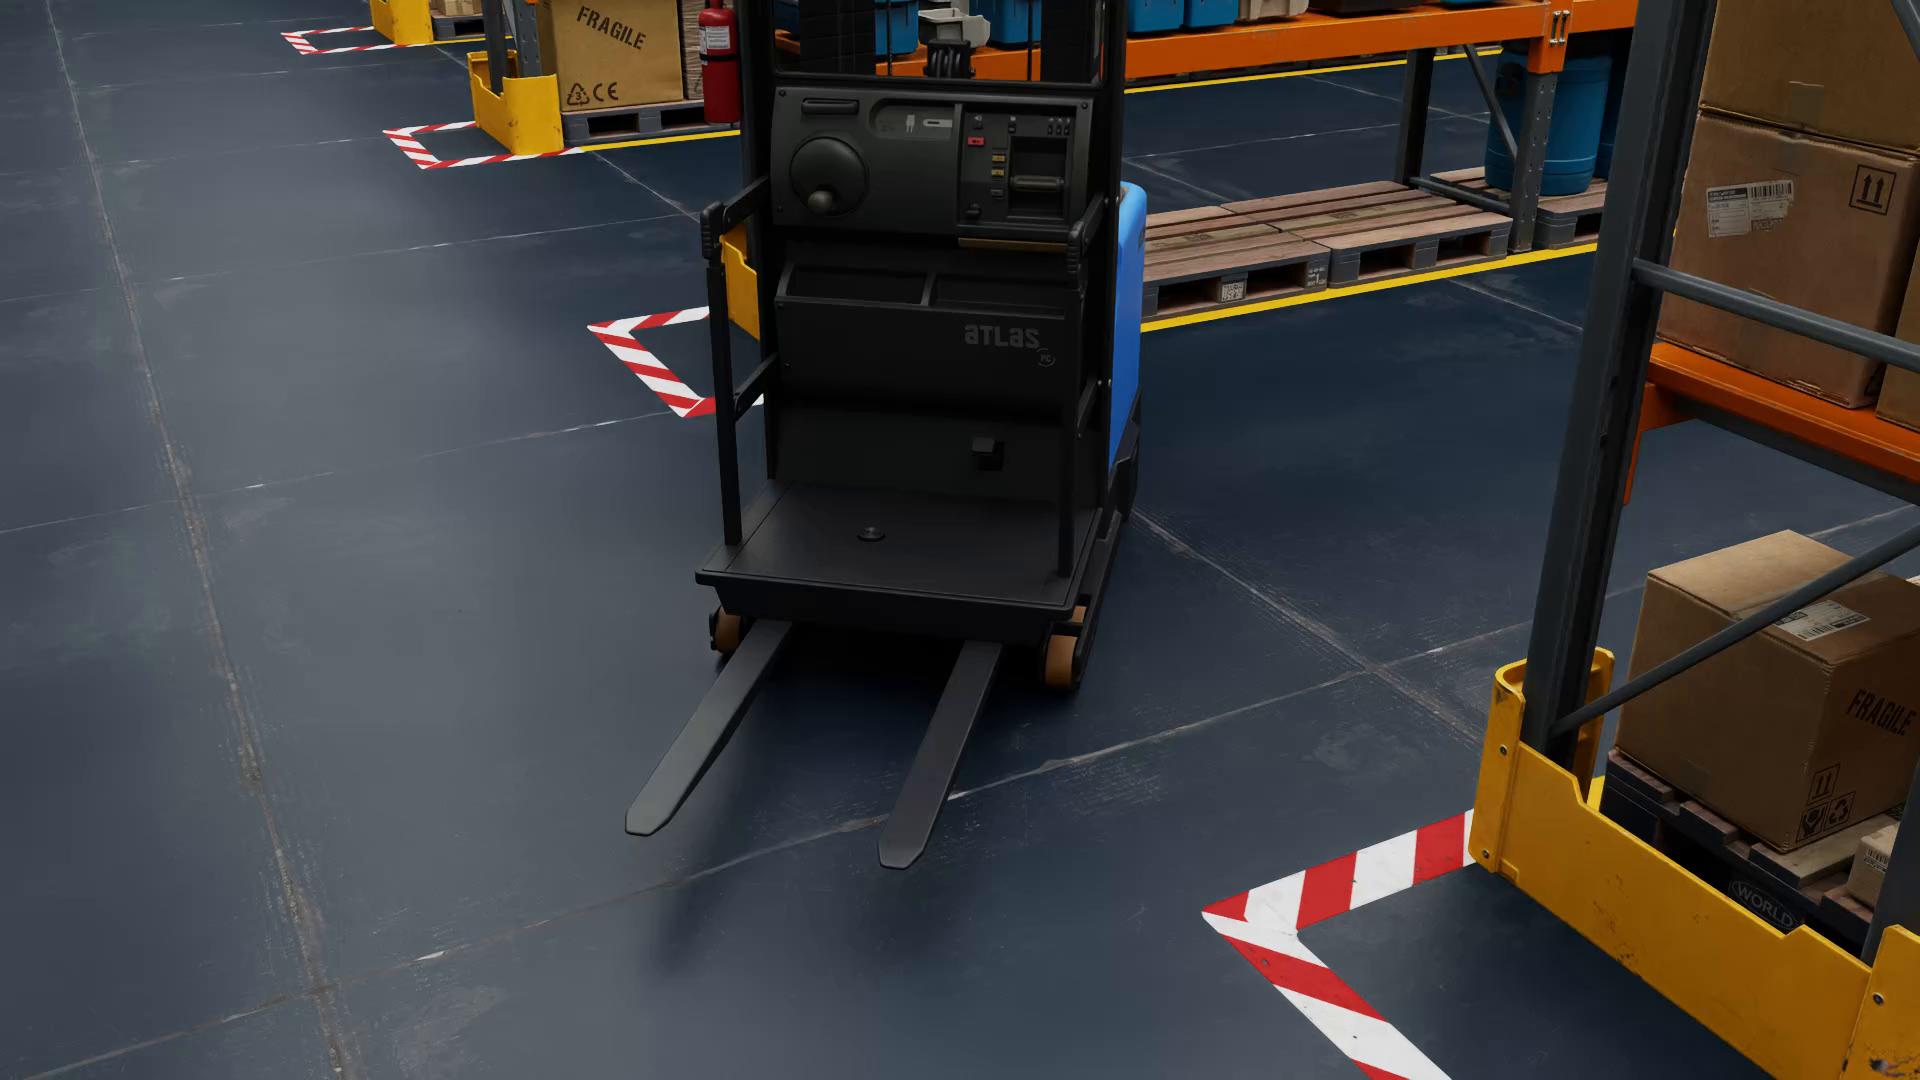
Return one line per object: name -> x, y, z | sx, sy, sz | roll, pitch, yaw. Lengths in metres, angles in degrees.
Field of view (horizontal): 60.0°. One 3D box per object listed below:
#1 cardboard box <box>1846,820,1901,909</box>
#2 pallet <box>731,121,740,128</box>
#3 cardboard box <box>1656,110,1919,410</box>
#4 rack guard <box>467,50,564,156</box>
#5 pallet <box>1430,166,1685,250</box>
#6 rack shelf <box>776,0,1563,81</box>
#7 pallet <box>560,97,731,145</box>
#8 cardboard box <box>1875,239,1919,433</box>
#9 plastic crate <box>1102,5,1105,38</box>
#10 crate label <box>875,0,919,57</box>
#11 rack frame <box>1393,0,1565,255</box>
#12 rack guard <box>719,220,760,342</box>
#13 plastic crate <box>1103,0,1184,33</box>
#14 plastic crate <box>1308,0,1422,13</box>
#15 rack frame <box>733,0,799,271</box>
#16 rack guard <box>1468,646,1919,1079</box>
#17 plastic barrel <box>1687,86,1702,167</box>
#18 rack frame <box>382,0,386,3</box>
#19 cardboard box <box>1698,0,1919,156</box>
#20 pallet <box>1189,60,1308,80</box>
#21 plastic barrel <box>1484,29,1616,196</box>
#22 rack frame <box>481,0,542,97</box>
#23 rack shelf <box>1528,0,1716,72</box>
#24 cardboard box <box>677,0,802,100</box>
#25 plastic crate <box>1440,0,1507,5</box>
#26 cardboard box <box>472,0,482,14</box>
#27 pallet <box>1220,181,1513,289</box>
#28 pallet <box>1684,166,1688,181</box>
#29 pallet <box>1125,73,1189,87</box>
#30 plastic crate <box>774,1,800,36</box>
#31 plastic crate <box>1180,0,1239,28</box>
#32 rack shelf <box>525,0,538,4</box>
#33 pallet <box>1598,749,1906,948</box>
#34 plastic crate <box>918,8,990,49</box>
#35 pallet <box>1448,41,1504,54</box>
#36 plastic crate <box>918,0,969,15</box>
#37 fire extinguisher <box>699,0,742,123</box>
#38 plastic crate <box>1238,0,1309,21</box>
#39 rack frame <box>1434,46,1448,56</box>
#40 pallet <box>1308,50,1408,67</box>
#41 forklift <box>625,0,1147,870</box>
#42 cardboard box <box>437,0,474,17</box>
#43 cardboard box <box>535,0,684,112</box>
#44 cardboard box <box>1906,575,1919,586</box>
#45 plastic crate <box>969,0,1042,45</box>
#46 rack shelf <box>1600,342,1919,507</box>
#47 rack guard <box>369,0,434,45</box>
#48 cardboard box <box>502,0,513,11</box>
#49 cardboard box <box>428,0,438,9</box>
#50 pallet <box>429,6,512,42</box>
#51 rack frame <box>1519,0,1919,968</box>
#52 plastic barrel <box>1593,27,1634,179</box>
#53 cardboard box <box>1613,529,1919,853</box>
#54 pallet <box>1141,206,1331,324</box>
cardboard box -> 2.131, 0.750, 3.507 | 0.250, 0.149, 0.380 | -13, 29, -25
pallet -> -1.314, -3.349, 12.482 | 1.213, 0.211, 1.003 | -13, 29, -25
cardboard box -> 1.867, -0.623, 3.466 | 0.500, 0.500, 0.500 | -12, 28, -24
rack guard -> -3.079, -3.035, 11.494 | 0.348, 0.500, 1.175 | -13, 29, -25
pallet -> 3.502, -1.974, 9.618 | 1.213, 0.211, 1.003 | -13, 29, -25
rack shelf -> 1.037, -2.358, 8.027 | 4.000, 0.370, 1.077 | -13, 29, -25
pallet -> -2.389, -3.102, 11.968 | 1.213, 0.211, 1.003 | -13, 29, -25
cardboard box -> 2.116, -0.417, 3.038 | 0.500, 0.500, 0.500 | -12, 28, -24
plastic crate -> 0.566, -2.280, 7.268 | 0.298, 0.136, 0.250 | -13, 29, -25
crate label -> -0.355, -2.151, 6.889 | 0.303, 0.233, 0.416 | -13, 29, -25
rack frame -> 2.802, -3.090, 8.720 | 0.127, 3.000, 1.000 | -13, 29, -25
rack guard -> -0.743, -1.138, 7.544 | 0.348, 0.500, 1.175 | -13, 29, -25
plastic crate -> 0.807, -2.419, 7.448 | 0.300, 0.233, 0.416 | -13, 29, -25
plastic crate -> 1.941, -2.662, 8.078 | 0.590, 0.125, 0.437 | -13, 29, -25
rack frame -> -0.727, -2.275, 7.023 | 0.127, 3.000, 1.000 | -13, 29, -25
rack guard -> 1.667, 0.729, 3.655 | 0.348, 0.500, 1.175 | -13, 29, -25
plastic barrel -> 4.455, -2.487, 9.854 | 0.421, 0.512, 0.421 | 0, 26, 0
rack frame -> -5.303, -6.082, 14.951 | 0.127, 3.000, 1.000 | -13, 29, -25
cardboard box -> 1.863, -1.074, 3.251 | 0.500, 0.500, 0.500 | -13, 29, -26
pallet -> 2.195, -4.160, 14.172 | 1.213, 0.211, 1.003 | -13, 29, -25
plastic barrel -> 3.290, -2.438, 9.300 | 0.708, 0.901, 0.600 | -13, 29, -25
rack frame -> -3.058, -4.167, 10.963 | 0.127, 3.000, 1.000 | -13, 29, -25
rack shelf -> 4.567, -3.173, 9.724 | 4.000, 0.370, 1.077 | -13, 29, -25
cardboard box -> -1.728, -3.744, 12.053 | 0.875, 0.875, 0.875 | -13, 29, -25
plastic crate -> 2.551, -2.884, 8.241 | 0.575, 0.384, 0.392 | -13, 29, -25
cardboard box -> -4.498, -5.055, 15.621 | 0.250, 0.149, 0.380 | -13, 29, -25
pallet -> 2.171, -1.668, 8.981 | 1.213, 0.211, 1.003 | -13, 29, -25
pallet -> 4.580, -2.224, 10.139 | 1.213, 0.211, 1.003 | -13, 29, -25
pallet -> 1.117, -3.910, 13.650 | 1.213, 0.211, 1.003 | -13, 29, -25
plastic crate -> -0.520, -2.458, 7.293 | 0.499, 0.435, 0.616 | -13, 29, -25
plastic crate -> 1.072, -2.481, 7.575 | 0.300, 0.233, 0.416 | -13, 29, -25
rack shelf -> -1.293, -4.250, 11.967 | 4.000, 0.370, 1.077 | -13, 29, -25
pallet -> 2.370, 0.696, 4.056 | 1.213, 0.211, 1.003 | -13, 29, -25
plastic crate -> -0.033, -2.142, 6.980 | 0.298, 0.136, 0.250 | -13, 29, -25
pallet -> 4.691, -4.698, 15.290 | 1.213, 0.211, 1.003 | -13, 29, -25
plastic crate -> -0.093, -2.419, 7.557 | 0.243, 0.136, 0.396 | -13, 29, -25
fire extinguisher -> -1.074, -2.215, 7.418 | 0.183, 0.674, 0.296 | -13, 29, -25
plastic crate -> 1.407, -2.529, 7.786 | 0.466, 0.136, 0.293 | -13, 29, -25
rack frame -> 4.001, -5.796, 14.356 | 0.127, 3.000, 1.000 | -13, 29, -25
pallet -> 3.270, -4.407, 14.686 | 1.213, 0.211, 1.003 | -13, 29, -25
forklift -> -0.130, -1.058, 4.567 | 1.130, 2.935, 3.031 | 5, 26, 11
cardboard box -> -4.690, -4.970, 15.445 | 0.250, 0.149, 0.380 | -12, 28, -24
cardboard box -> -2.531, -3.559, 11.667 | 0.875, 0.875, 0.875 | -13, 29, -25
cardboard box -> 2.816, 0.272, 4.387 | 0.500, 0.250, 0.500 | -13, 29, -25
plastic crate -> 0.226, -2.285, 7.168 | 0.300, 0.233, 0.416 | -13, 29, -25
rack shelf -> 3.365, -0.466, 4.086 | 4.000, 0.370, 1.077 | -13, 29, -25
rack guard -> -5.236, -4.970, 15.524 | 0.348, 0.500, 1.175 | -13, 29, -25
cardboard box -> -4.282, -5.108, 15.732 | 0.250, 0.149, 0.380 | -13, 28, -25
cardboard box -> -4.937, -5.173, 15.866 | 0.250, 0.149, 0.380 | -12, 28, -24
pallet -> -4.502, -4.992, 15.903 | 1.213, 0.211, 1.003 | -13, 29, -25
rack frame -> 1.600, -0.383, 3.081 | 0.127, 3.000, 1.000 | -13, 29, -25
plastic barrel -> 3.915, -2.582, 9.601 | 0.708, 0.901, 0.600 | -13, 29, -25
cardboard box -> 1.964, 0.341, 3.954 | 0.500, 0.500, 0.500 | -13, 29, -25
pallet -> 1.094, -1.418, 8.460 | 1.213, 0.211, 1.003 | -13, 29, -25
